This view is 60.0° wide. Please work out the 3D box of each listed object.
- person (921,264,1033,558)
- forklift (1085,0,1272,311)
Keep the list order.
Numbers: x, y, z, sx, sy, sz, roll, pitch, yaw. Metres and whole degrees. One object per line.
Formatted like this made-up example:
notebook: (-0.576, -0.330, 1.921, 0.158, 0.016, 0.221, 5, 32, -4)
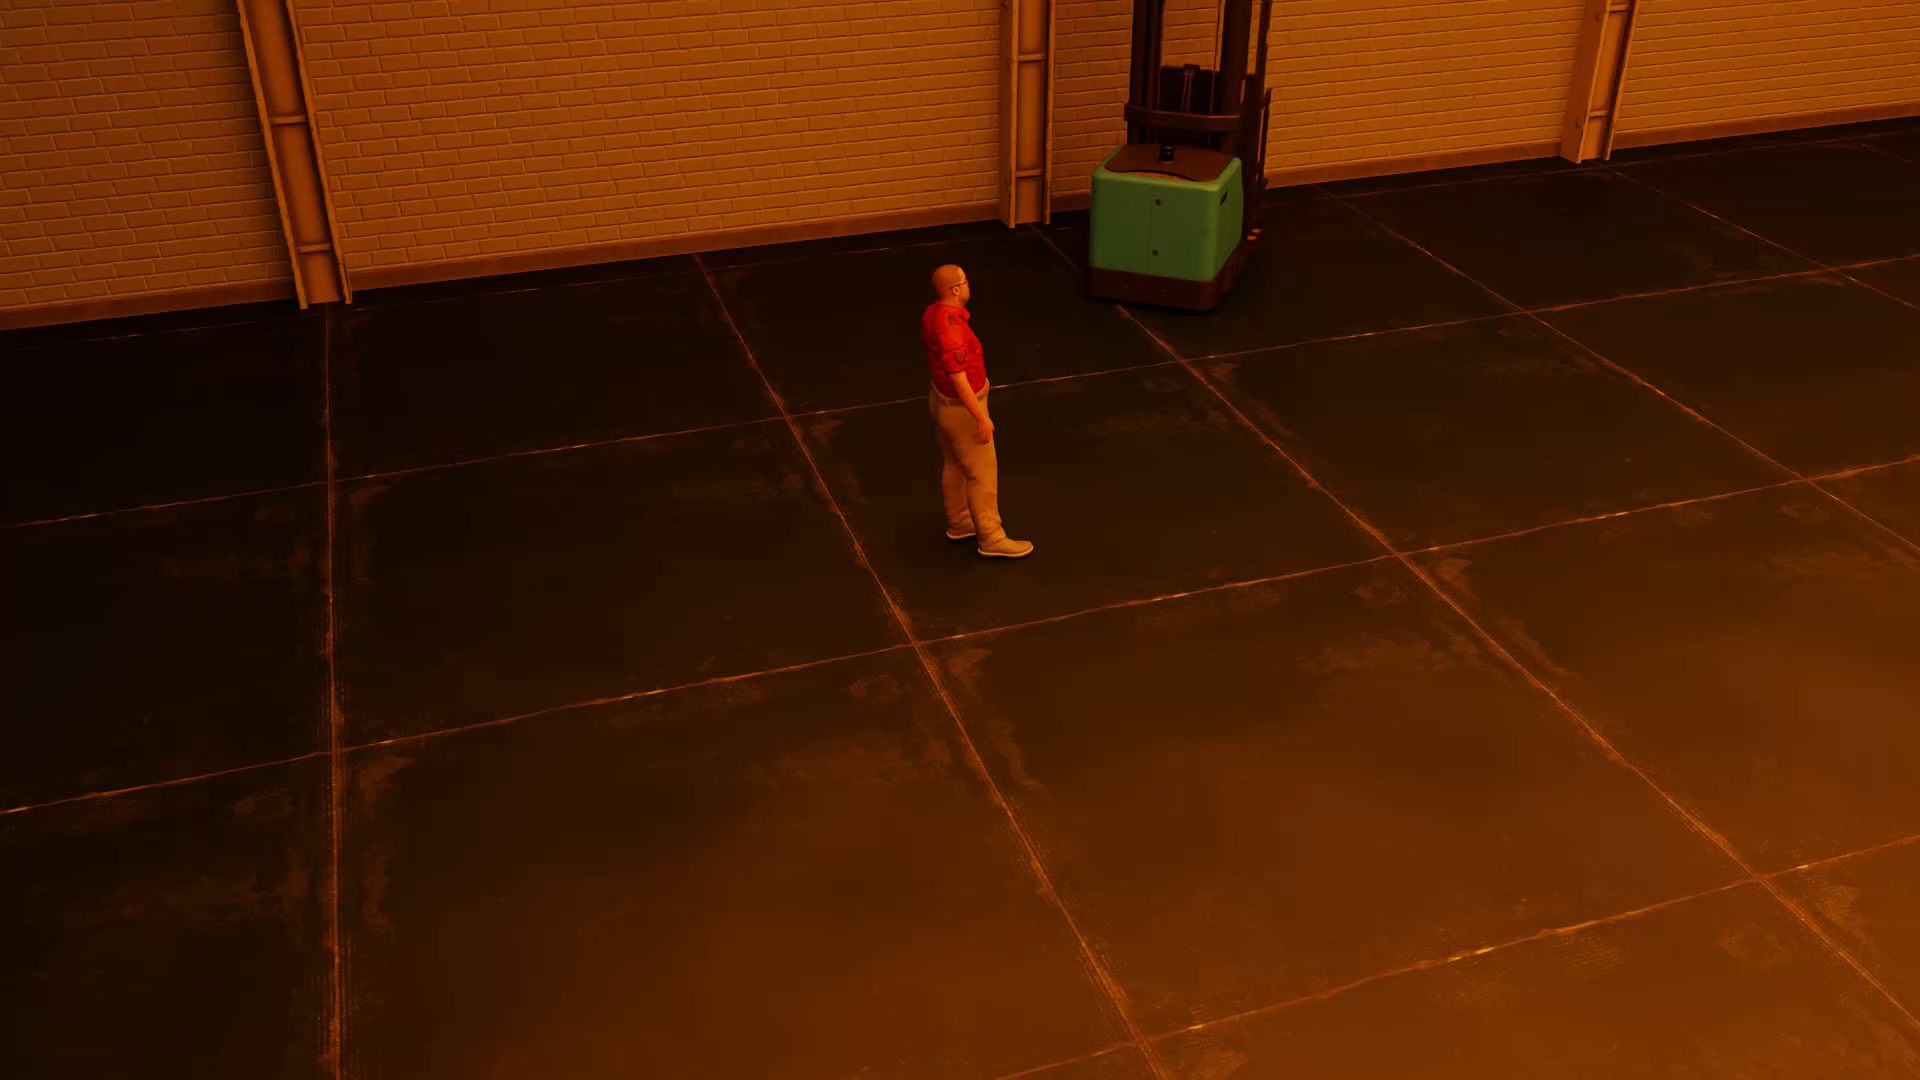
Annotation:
person: (0.089, -0.765, 9.606, 0.550, 1.728, 0.641, -10, 31, -16)
forklift: (2.001, -3.781, 13.659, 1.130, 2.935, 3.031, 11, 32, 18)
